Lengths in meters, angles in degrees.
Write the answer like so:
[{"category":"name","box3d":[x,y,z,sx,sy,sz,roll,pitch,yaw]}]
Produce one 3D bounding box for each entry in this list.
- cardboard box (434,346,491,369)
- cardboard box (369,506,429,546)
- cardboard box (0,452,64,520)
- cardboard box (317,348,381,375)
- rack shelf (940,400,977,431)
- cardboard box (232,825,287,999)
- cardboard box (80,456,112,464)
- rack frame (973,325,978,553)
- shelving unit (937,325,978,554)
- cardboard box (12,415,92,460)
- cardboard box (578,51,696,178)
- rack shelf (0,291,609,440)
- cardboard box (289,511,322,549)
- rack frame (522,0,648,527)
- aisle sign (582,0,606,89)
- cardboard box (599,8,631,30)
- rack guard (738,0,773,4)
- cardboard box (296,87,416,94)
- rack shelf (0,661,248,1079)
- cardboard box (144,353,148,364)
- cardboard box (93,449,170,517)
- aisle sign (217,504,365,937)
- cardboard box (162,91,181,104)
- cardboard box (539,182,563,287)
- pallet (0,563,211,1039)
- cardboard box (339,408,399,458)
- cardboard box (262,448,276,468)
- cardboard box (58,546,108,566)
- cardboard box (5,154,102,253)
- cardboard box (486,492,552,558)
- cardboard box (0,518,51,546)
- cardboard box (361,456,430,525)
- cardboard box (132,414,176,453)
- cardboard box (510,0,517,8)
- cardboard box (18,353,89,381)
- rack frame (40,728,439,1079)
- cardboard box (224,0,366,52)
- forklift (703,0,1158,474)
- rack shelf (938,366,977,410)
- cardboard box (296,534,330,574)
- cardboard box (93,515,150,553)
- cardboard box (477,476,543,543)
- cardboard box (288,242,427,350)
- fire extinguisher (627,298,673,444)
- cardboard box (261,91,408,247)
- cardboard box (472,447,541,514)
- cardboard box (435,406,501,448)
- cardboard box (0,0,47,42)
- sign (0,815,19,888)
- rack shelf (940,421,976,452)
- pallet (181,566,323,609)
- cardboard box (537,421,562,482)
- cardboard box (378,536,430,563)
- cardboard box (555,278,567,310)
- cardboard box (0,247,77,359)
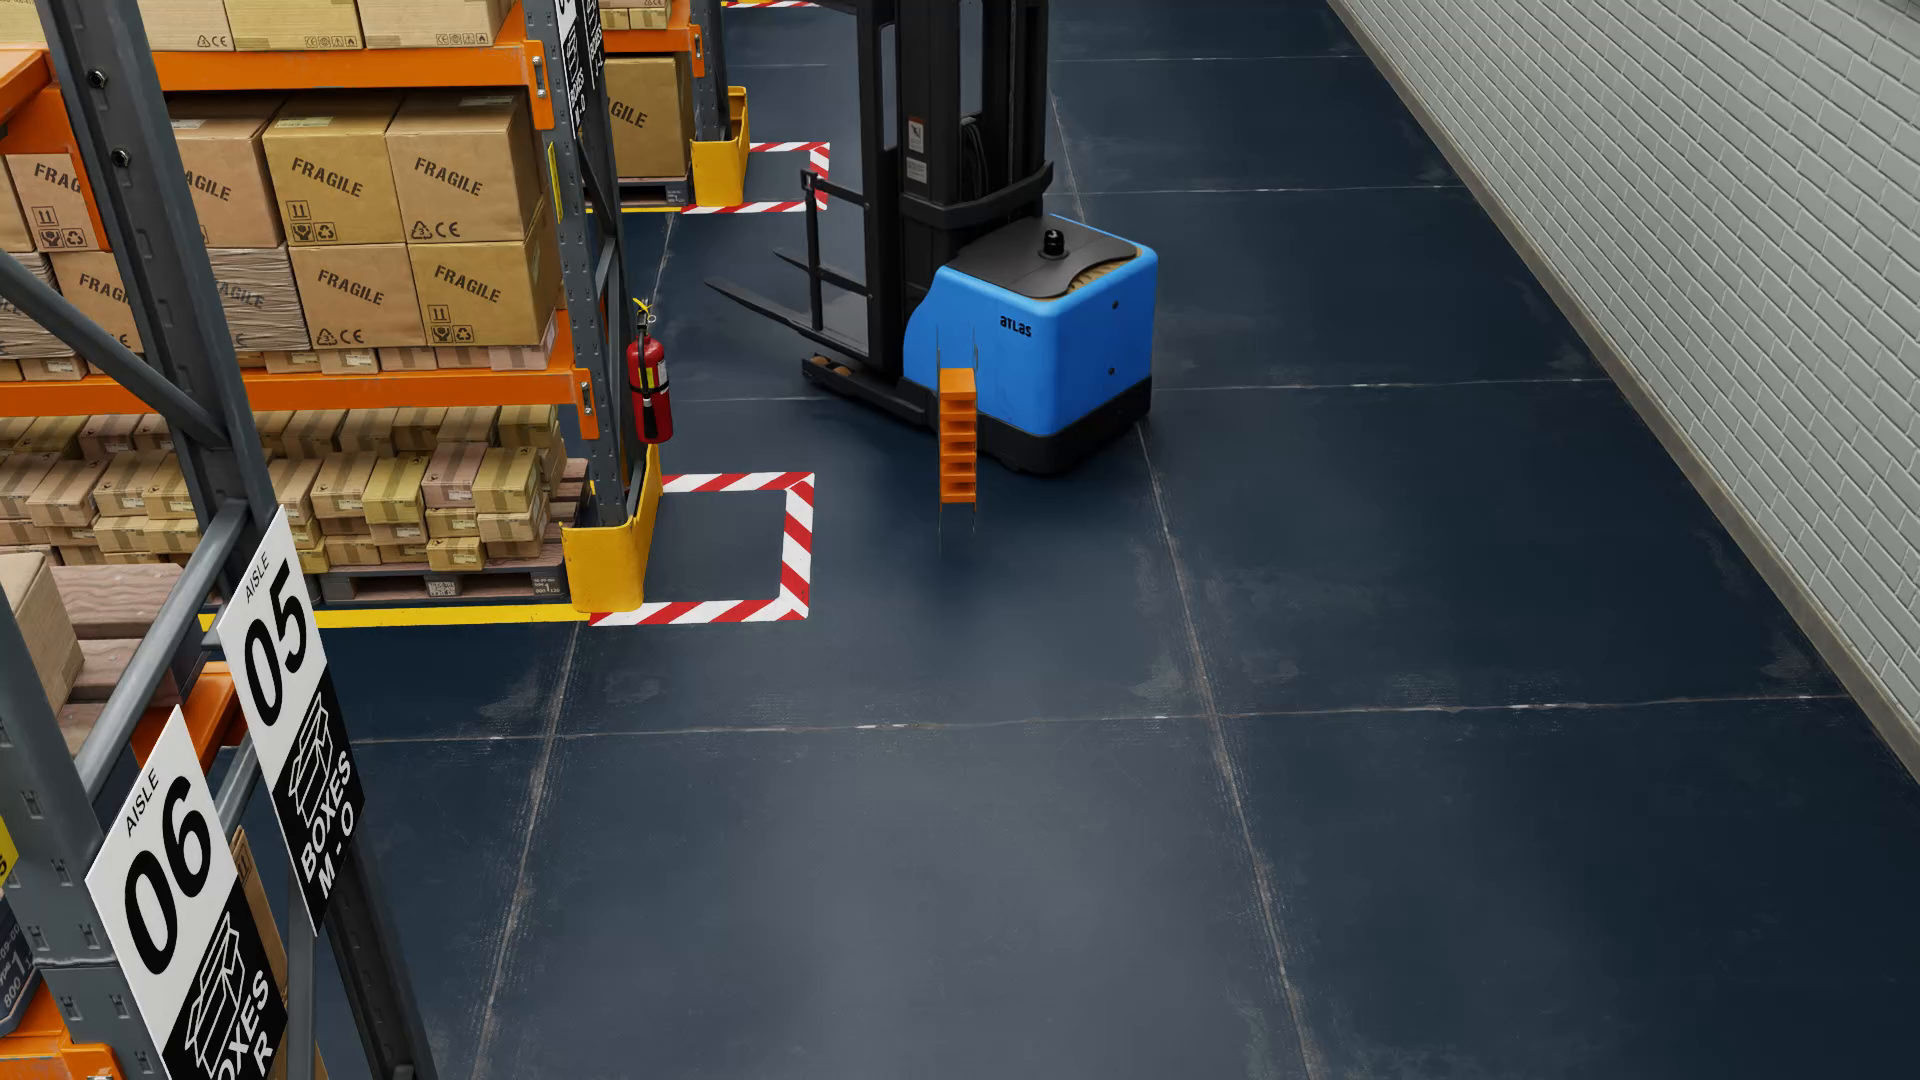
[{"category":"cardboard box","box3d":[-2.267,-0.951,7.709,0.250,0.149,0.380,-2,35,-2]},{"category":"cardboard box","box3d":[-2.737,-0.140,8.192,0.250,0.149,0.380,-3,35,-4]},{"category":"cardboard box","box3d":[-4.558,-0.266,8.112,0.250,0.149,0.380,-2,35,-3]},{"category":"cardboard box","box3d":[-2.770,-0.915,7.658,0.250,0.149,0.380,-1,35,-1]},{"category":"rack shelf","box3d":[-0.014,-0.654,8.297,0.180,0.103,0.258,-2,35,-2]},{"category":"cardboard box","box3d":[-1.862,1.001,3.702,0.500,0.500,0.500,-2,35,-3]},{"category":"cardboard box","box3d":[-4.355,-0.414,8.587,0.250,0.149,0.380,-1,35,-1]},{"category":"rack frame","box3d":[0.077,-0.495,8.412,0.006,1.200,0.240,-2,35,-2]},{"category":"shelving unit","box3d":[-0.014,-0.493,8.408,0.189,1.200,0.258,-2,35,-2]},{"category":"cardboard box","box3d":[-4.592,-0.507,8.460,0.250,0.149,0.380,0,35,-1]},{"category":"cardboard box","box3d":[-2.473,-3.267,12.333,0.875,0.875,0.875,-2,35,-2]},{"category":"rack shelf","box3d":[-3.702,-0.859,7.988,4.000,0.370,1.077,-2,35,-2]},{"category":"cardboard box","box3d":[-3.253,-0.119,8.161,0.250,0.149,0.380,-1,35,-2]},{"category":"rack frame","box3d":[-1.704,-1.209,7.861,0.127,3.000,1.000,-2,35,-2]},{"category":"aisle sign","box3d":[-1.645,-2.450,7.370,0.004,0.787,0.394,-2,35,-2]},{"category":"cardboard box","box3d":[-2.438,-3.723,11.715,0.250,0.149,0.380,-1,35,-2]},{"category":"rack guard","box3d":[-2.049,-5.827,16.730,0.348,0.500,1.175,-2,35,-2]},{"category":"cardboard box","box3d":[-2.669,-1.905,7.639,0.500,0.500,0.500,-1,35,-1]},{"category":"rack shelf","box3d":[-3.367,0.718,3.072,4.000,0.370,1.077,-2,35,-2]},{"category":"cardboard box","box3d":[-3.572,-0.935,7.686,0.250,0.149,0.380,-1,35,-1]},{"category":"cardboard box","box3d":[-4.032,-0.281,8.134,0.250,0.149,0.380,-3,35,-4]},{"category":"aisle sign","box3d":[-1.311,0.366,3.300,0.004,0.787,0.394,-2,35,-2]},{"category":"cardboard box","box3d":[-3.698,-1.888,7.614,0.500,0.500,0.500,-3,35,-4]},{"category":"cardboard box","box3d":[-2.166,-1.517,7.957,0.500,0.500,0.500,0,35,0]},{"category":"pallet","box3d":[-2.109,0.431,2.933,1.213,0.211,1.003,-2,35,-2]},{"category":"cardboard box","box3d":[-3.015,-0.570,8.550,0.250,0.149,0.380,-3,35,-5]},{"category":"cardboard box","box3d":[-3.523,-0.288,8.144,0.250,0.149,0.380,-3,35,-4]},{"category":"cardboard box","box3d":[-4.291,-0.035,8.300,0.250,0.149,0.380,-3,35,-4]},{"category":"cardboard box","box3d":[-3.703,-1.581,7.171,0.500,0.500,0.500,-3,35,-4]},{"category":"cardboard box","box3d":[-2.220,-0.077,8.361,0.250,0.149,0.380,-1,35,-1]},{"category":"cardboard box","box3d":[-4.562,-0.142,8.195,0.250,0.149,0.380,-3,35,-5]},{"category":"cardboard box","box3d":[-2.727,-0.242,8.078,0.250,0.149,0.380,-2,35,-3]},{"category":"cardboard box","box3d":[-4.057,-0.581,8.567,0.250,0.149,0.380,-3,35,-4]},{"category":"cardboard box","box3d":[-2.165,-2.514,7.243,0.500,0.250,0.500,0,35,-1]},{"category":"cardboard box","box3d":[-4.088,-0.883,7.610,0.250,0.149,0.380,0,35,0]},{"category":"rack frame","box3d":[-1.369,1.602,3.799,0.127,3.000,1.000,-2,35,-2]},{"category":"cardboard box","box3d":[-2.655,-2.200,6.789,0.500,0.250,0.500,-1,35,-2]},{"category":"forklift","box3d":[-0.322,-2.279,9.467,3.031,2.935,1.130,27,43,33]},{"category":"rack shelf","box3d":[-0.014,-0.752,8.228,0.180,0.103,0.258,-2,35,-2]},{"category":"cardboard box","box3d":[-3.238,0.003,8.247,0.250,0.149,0.380,-3,35,-4]},{"category":"cardboard box","box3d":[-4.032,-0.107,8.144,0.250,0.149,0.380,-2,35,-3]},{"category":"cardboard box","box3d":[-2.218,-0.155,8.213,0.250,0.149,0.380,-2,35,-4]},{"category":"cardboard box","box3d":[-2.656,-1.203,7.503,0.500,0.500,0.500,-2,35,-3]},{"category":"fire extinguisher","box3d":[-1.431,-0.768,7.620,0.183,0.674,0.296,-2,35,-2]},{"category":"cardboard box","box3d":[-2.656,-1.616,7.222,0.500,0.500,0.500,-3,35,-4]},{"category":"cardboard box","box3d":[-2.221,-0.296,8.155,0.250,0.149,0.380,-1,35,-2]},{"category":"cardboard box","box3d":[-2.513,-0.557,8.533,0.250,0.149,0.380,-1,35,-1]},{"category":"cardboard box","box3d":[-3.682,-2.169,6.744,0.500,0.250,0.500,0,35,0]},{"category":"sign","box3d":[-1.357,0.346,2.270,0.005,0.325,0.100,-2,35,-2]},{"category":"rack shelf","box3d":[-0.014,-0.555,8.365,0.180,0.103,0.258,-2,35,-2]},{"category":"pallet","box3d":[-3.809,-0.027,8.604,1.213,0.211,1.003,-2,35,-2]},{"category":"cardboard box","box3d":[-2.240,-0.464,8.659,0.250,0.149,0.380,0,35,0]},{"category":"cardboard box","box3d":[-2.740,-0.054,8.328,0.250,0.149,0.380,-2,35,-2]},{"category":"cardboard box","box3d":[-2.043,-1.283,8.189,0.250,0.149,0.380,-2,35,-3]},{"category":"cardboard box","box3d":[-4.194,-1.145,7.420,0.500,0.500,0.500,-2,35,-3]}]
